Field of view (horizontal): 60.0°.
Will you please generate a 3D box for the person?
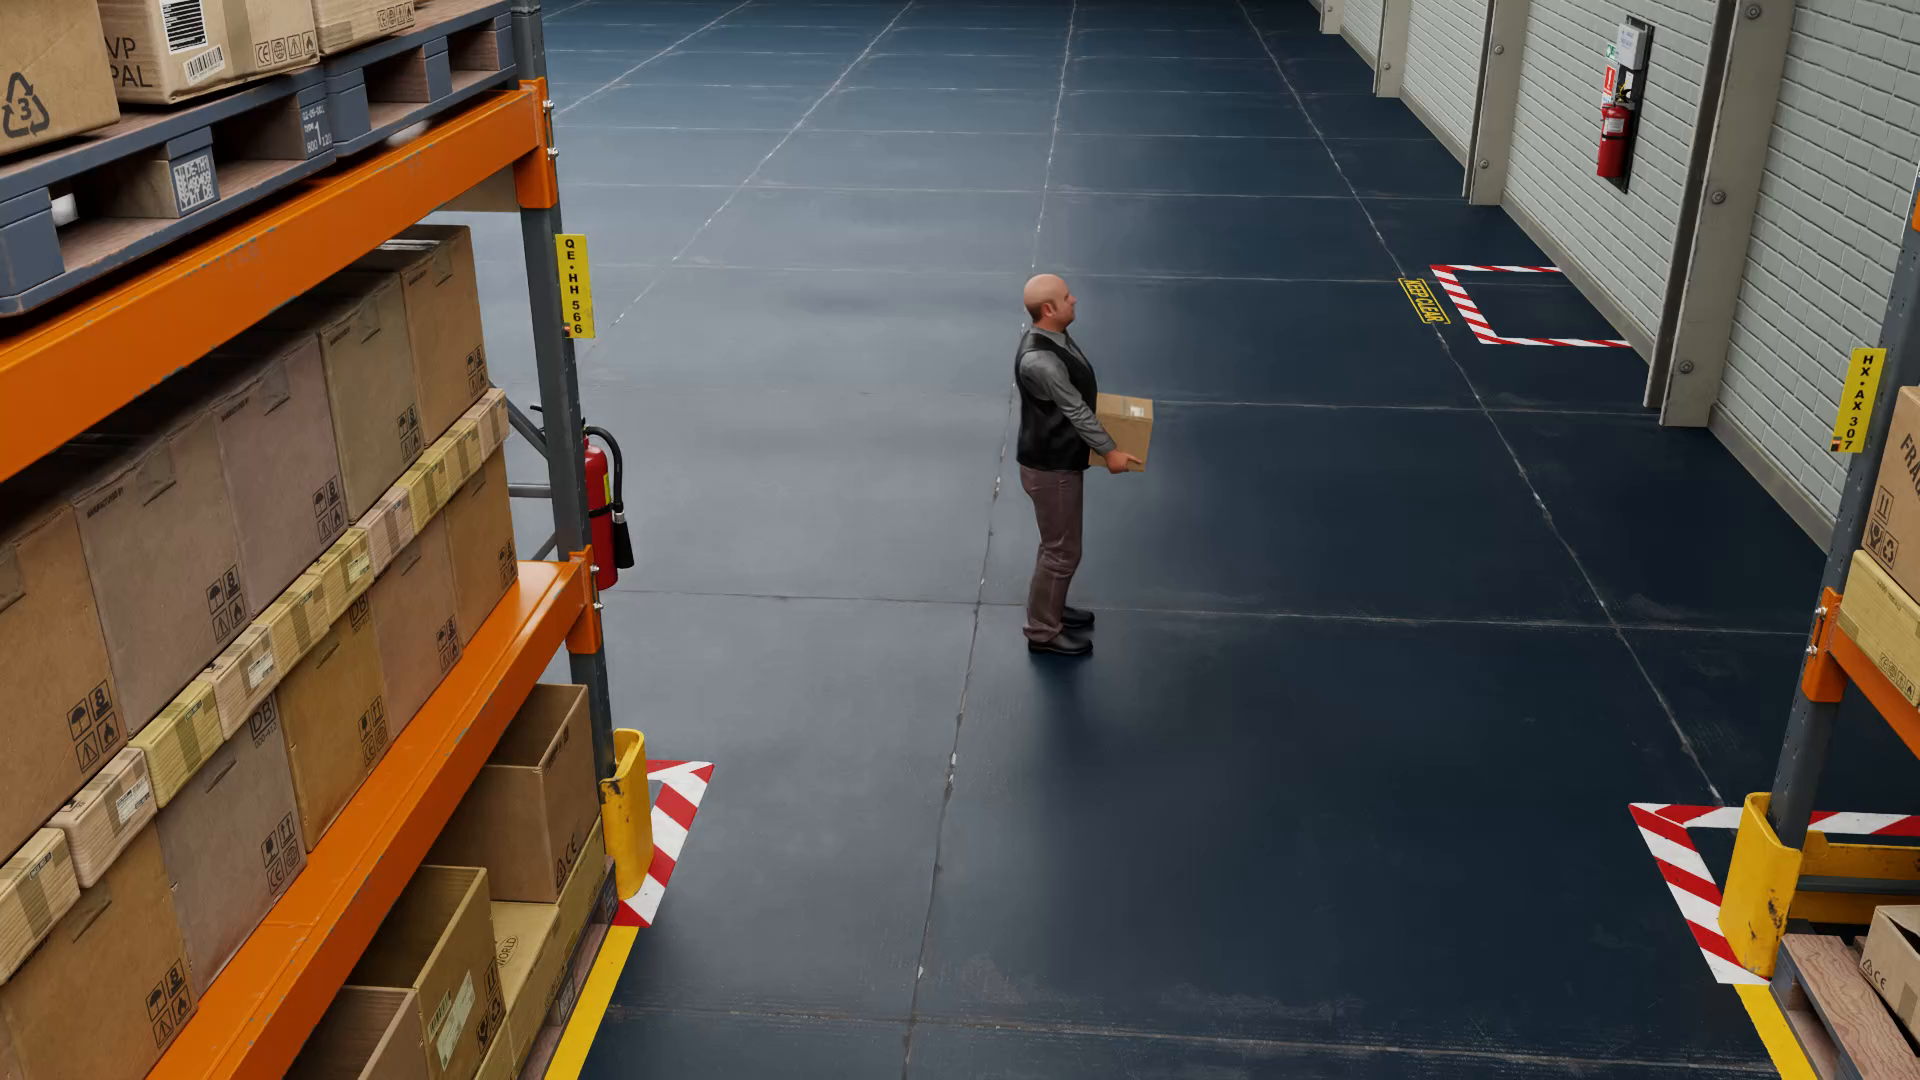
[{"bbox_3d":[0.522,-0.337,7.389,0.560,1.711,0.490,2,24,5],"label":"person"}]
